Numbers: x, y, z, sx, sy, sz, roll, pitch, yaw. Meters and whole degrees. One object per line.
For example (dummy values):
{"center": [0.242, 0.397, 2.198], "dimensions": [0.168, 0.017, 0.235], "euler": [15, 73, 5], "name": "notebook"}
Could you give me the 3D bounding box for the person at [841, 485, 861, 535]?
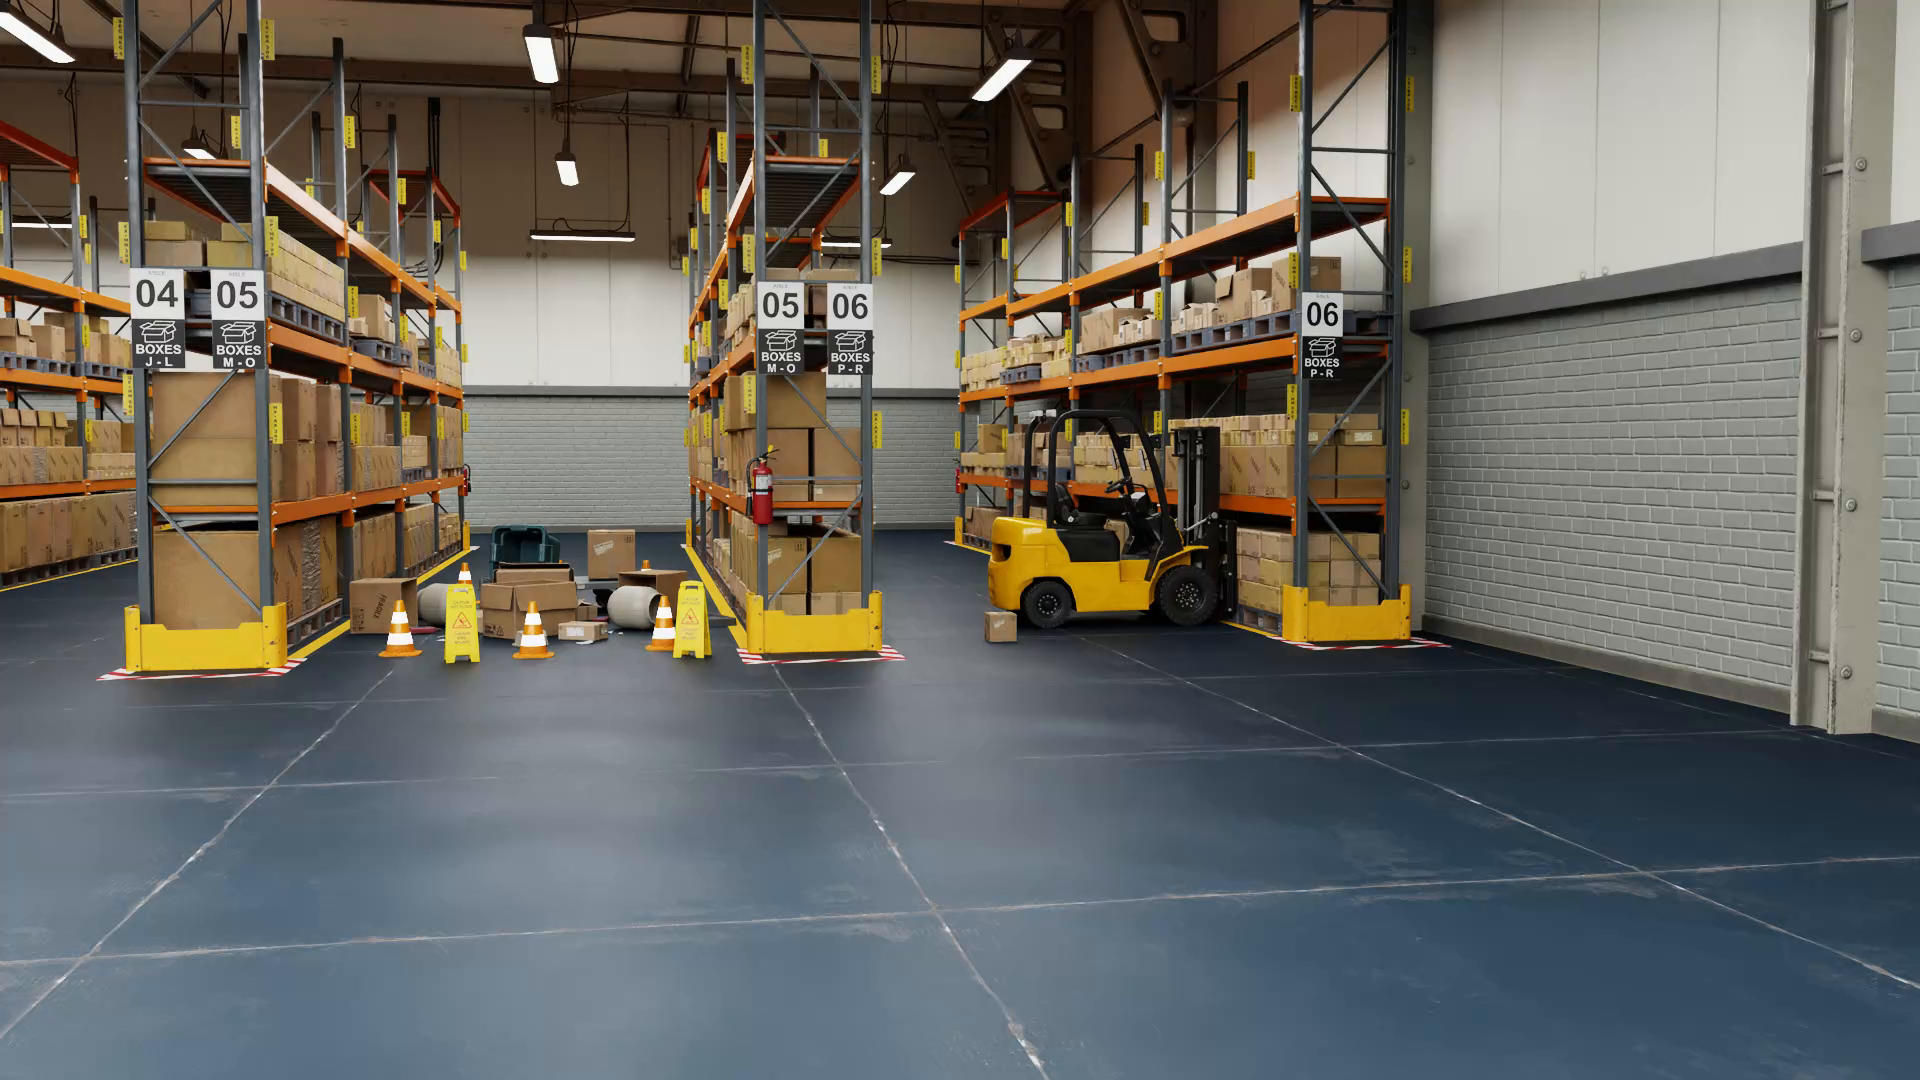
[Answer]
{"center": [-1.719, -0.489, 25.726], "dimensions": [0.494, 1.634, 1.007], "euler": [-1, 3, -14], "name": "person"}
